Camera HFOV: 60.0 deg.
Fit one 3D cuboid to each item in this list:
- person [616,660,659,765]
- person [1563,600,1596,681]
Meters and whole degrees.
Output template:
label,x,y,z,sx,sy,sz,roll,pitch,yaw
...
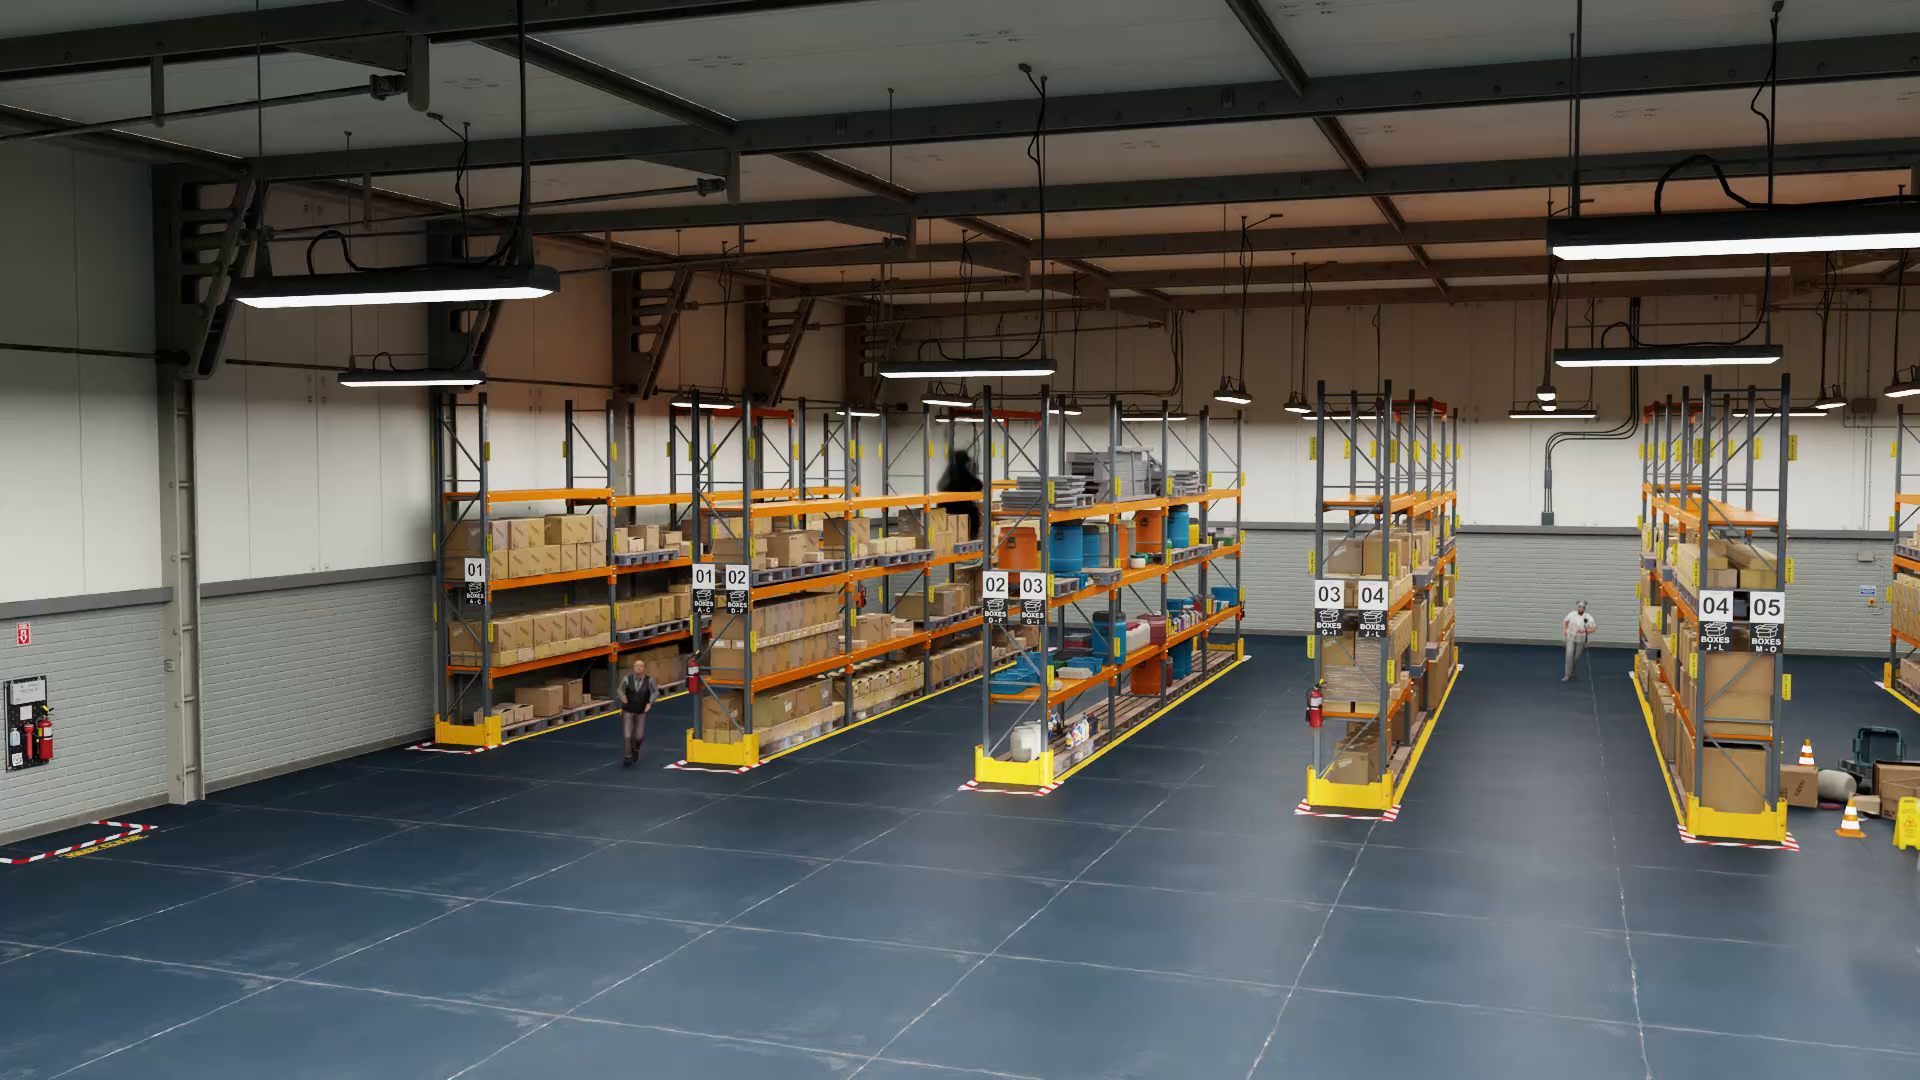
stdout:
label,x,y,z,sx,sy,sz,roll,pitch,yaw
person,-5.142,2.754,26.490,0.675,1.668,0.595,0,3,-6
person,13.592,2.204,36.531,0.697,1.786,0.884,1,3,25
